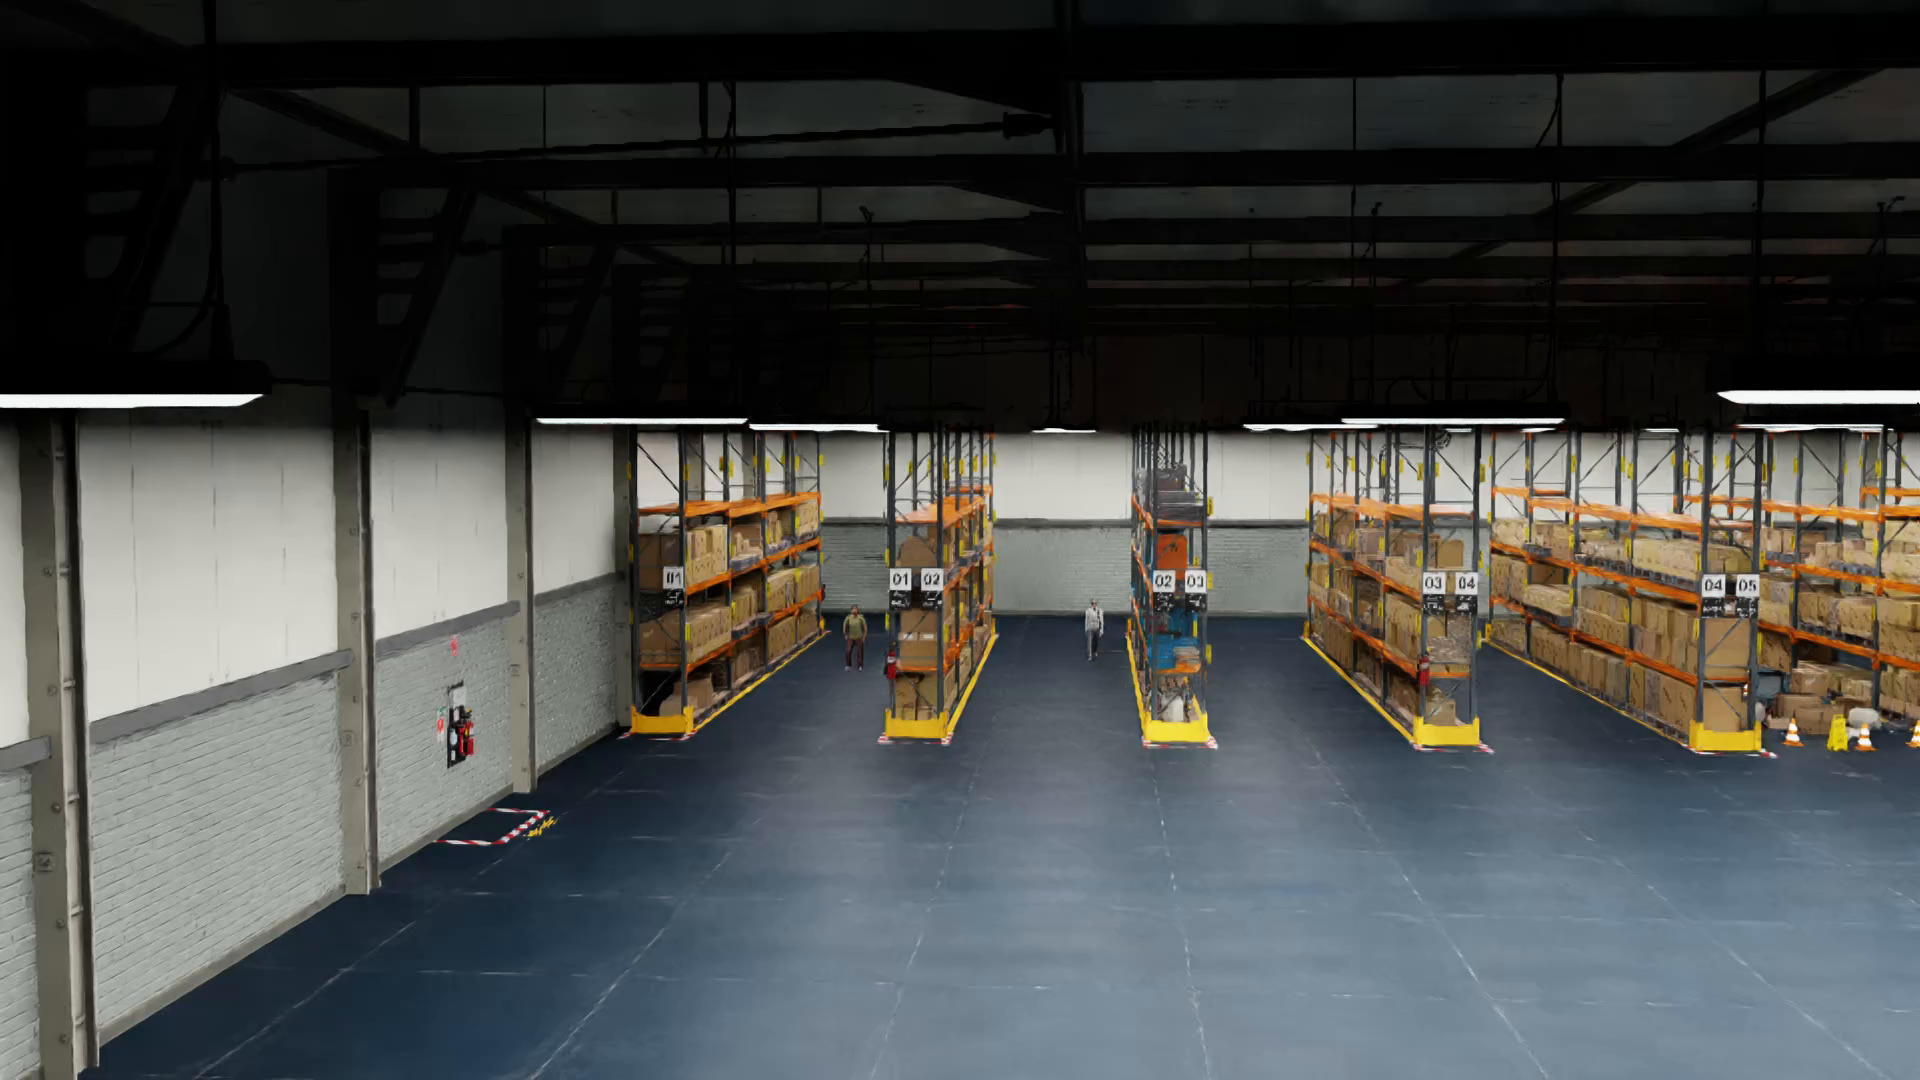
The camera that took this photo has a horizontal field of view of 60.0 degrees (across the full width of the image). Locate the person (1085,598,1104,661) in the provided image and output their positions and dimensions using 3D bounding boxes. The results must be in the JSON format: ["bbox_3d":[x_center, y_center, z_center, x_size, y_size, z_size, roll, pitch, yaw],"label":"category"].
[{"bbox_3d":[3.408,2.243,42.123,0.488,1.590,1.089,0,4,2],"label":"person"}]

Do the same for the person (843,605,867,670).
[{"bbox_3d":[-2.551,2.350,40.419,0.598,1.591,0.507,0,4,2],"label":"person"}]

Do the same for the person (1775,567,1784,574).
[{"bbox_3d":[24.812,1.669,50.158,0.497,1.782,0.637,-2,4,-31],"label":"person"}]

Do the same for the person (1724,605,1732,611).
[{"bbox_3d":[17.696,2.384,38.459,0.581,1.785,0.664,2,4,29],"label":"person"}]
